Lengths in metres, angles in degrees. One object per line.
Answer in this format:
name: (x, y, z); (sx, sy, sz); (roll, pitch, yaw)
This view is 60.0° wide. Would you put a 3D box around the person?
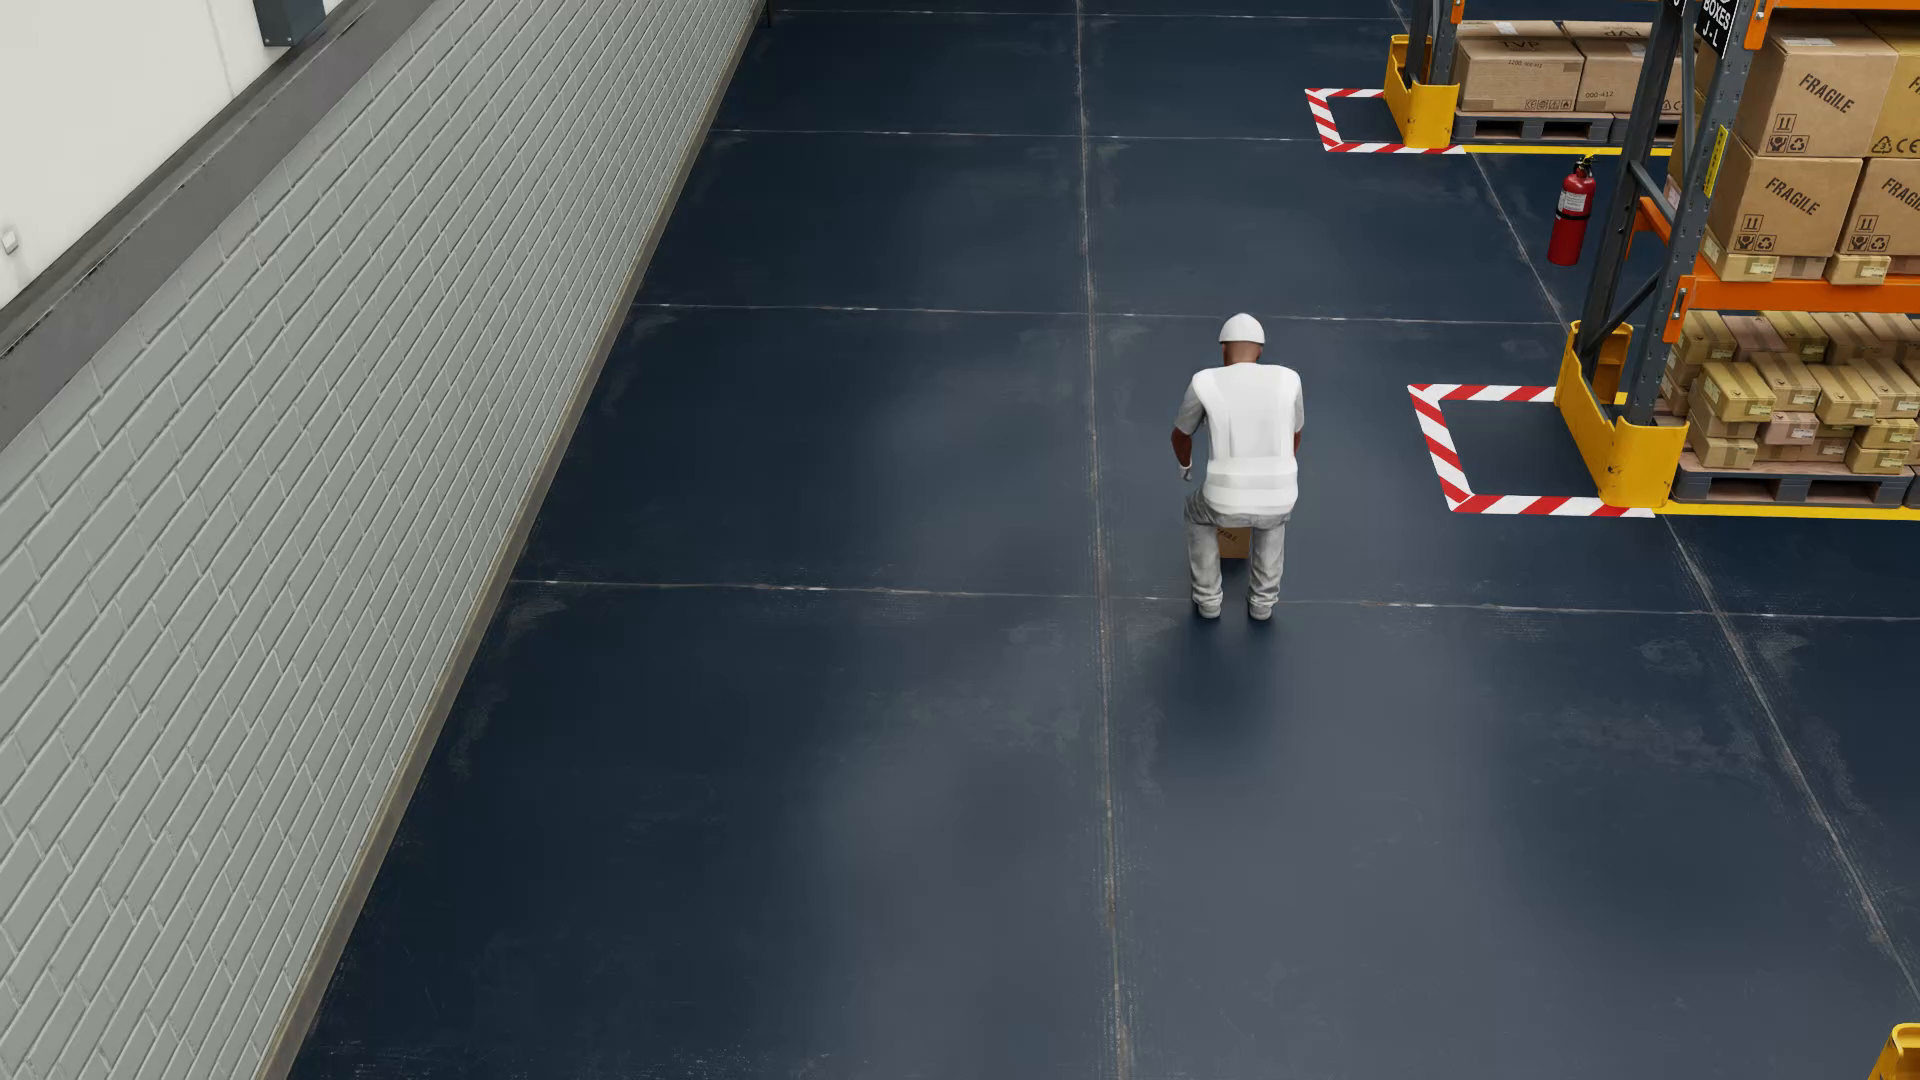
person: (1.300, -0.303, 7.851); (0.613, 1.410, 0.773); (1, 35, 2)
